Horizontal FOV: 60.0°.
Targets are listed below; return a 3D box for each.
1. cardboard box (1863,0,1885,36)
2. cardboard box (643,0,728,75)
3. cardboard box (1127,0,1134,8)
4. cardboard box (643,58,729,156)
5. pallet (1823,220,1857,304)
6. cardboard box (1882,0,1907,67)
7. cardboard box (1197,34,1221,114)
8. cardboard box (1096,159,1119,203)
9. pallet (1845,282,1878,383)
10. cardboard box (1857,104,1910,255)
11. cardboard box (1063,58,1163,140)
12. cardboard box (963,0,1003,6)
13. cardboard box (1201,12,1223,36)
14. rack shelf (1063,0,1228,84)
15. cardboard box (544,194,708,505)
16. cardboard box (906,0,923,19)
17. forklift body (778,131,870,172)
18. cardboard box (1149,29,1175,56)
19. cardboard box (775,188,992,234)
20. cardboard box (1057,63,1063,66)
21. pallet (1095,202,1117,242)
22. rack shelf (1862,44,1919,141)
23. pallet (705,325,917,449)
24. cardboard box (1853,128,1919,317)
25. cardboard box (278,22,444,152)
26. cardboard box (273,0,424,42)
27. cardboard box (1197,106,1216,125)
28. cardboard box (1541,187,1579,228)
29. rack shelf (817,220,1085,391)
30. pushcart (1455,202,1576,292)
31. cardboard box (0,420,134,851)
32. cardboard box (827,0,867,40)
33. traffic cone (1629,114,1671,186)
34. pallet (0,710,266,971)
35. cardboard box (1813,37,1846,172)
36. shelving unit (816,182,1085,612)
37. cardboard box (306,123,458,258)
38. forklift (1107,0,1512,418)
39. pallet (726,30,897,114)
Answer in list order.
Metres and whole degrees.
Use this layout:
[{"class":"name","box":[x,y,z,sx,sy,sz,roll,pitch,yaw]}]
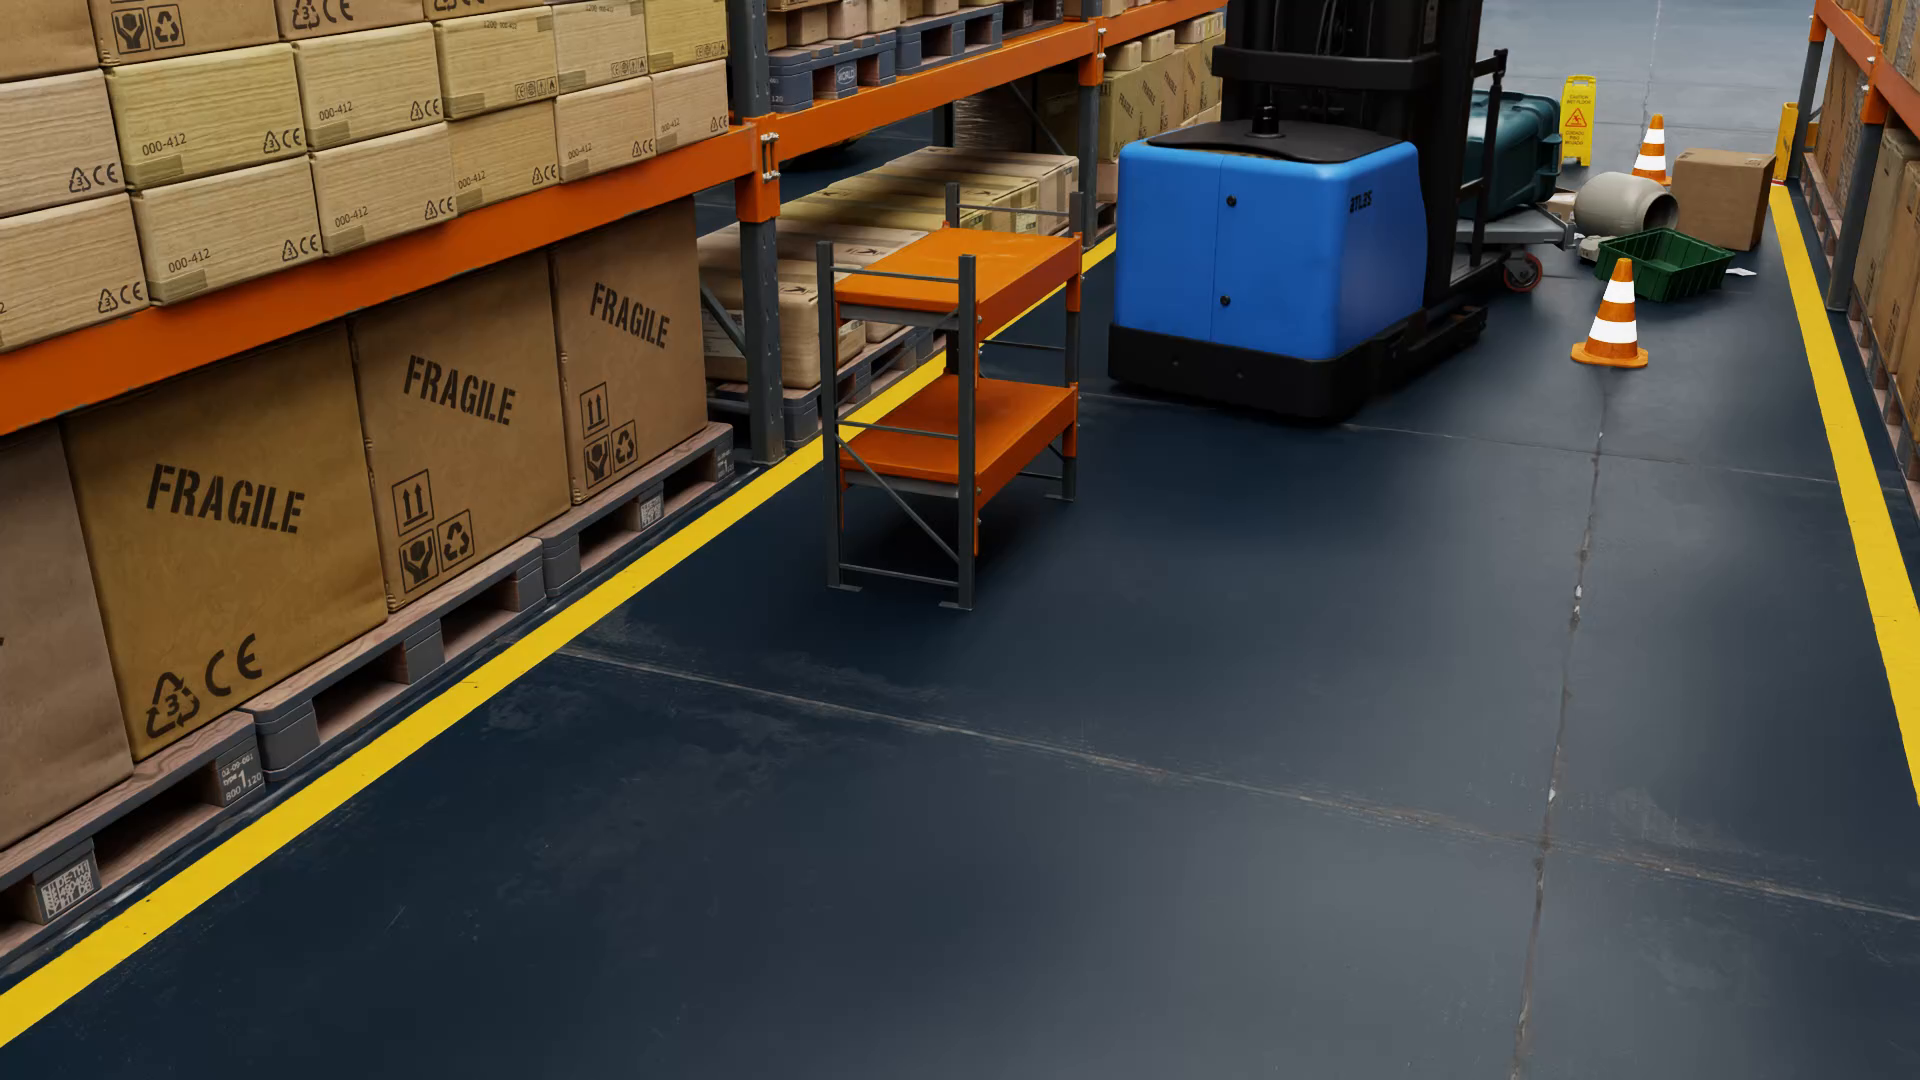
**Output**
[{"class":"cardboard box","box":[5.261,-2.914,8.640,0.875,0.550,0.550,9,24,20]},{"class":"cardboard box","box":[-1.111,-1.704,5.484,0.500,0.250,0.500,9,24,20]},{"class":"cardboard box","box":[0.849,-3.332,10.161,0.380,0.149,0.250,9,24,20]},{"class":"cardboard box","box":[-1.114,-1.465,5.560,0.500,0.250,0.500,8,24,18]},{"class":"pallet","box":[5.307,-1.485,9.032,1.003,0.211,1.213,9,24,20]},{"class":"cardboard box","box":[4.507,-2.408,7.492,0.500,0.500,0.500,9,24,21]},{"class":"cardboard box","box":[1.558,-3.375,11.987,0.500,0.500,0.500,10,25,22]},{"class":"cardboard box","box":[0.788,-2.281,10.342,0.500,0.250,0.500,8,24,18]},{"class":"pallet","box":[4.735,-0.937,7.720,1.003,0.211,1.213,9,24,20]},{"class":"cardboard box","box":[5.251,-1.939,8.713,0.875,0.875,0.875,9,24,21]},{"class":"cardboard box","box":[0.976,-2.820,10.660,0.500,0.500,0.500,10,25,22]},{"class":"cardboard box","box":[-0.009,-2.675,8.043,0.380,0.149,0.250,9,24,20]},{"class":"cardboard box","box":[1.675,-3.720,11.973,0.380,0.149,0.250,10,24,22]},{"class":"rack shelf","box":[1.061,-3.567,11.332,1.077,0.370,4.000,9,24,20]},{"class":"cardboard box","box":[-1.501,-0.730,5.818,0.875,0.875,0.875,9,24,20]},{"class":"cardboard box","box":[-0.386,-2.407,7.402,0.380,0.149,0.250,10,25,22]},{"class":"forklift body","box":[-1.816,-3.993,12.519,2.313,2.155,1.214,9,24,20]},{"class":"cardboard box","box":[1.177,-3.244,10.831,0.380,0.149,0.250,10,25,23]},{"class":"cardboard box","box":[-0.395,-1.470,8.242,0.950,0.372,0.625,10,25,22]},{"class":"cardboard box","box":[0.476,-2.887,10.820,0.500,0.500,0.500,9,24,21]},{"class":"pallet","box":[0.535,-2.142,10.605,1.003,0.211,1.213,9,24,20]},{"class":"rack shelf","box":[4.209,-1.463,6.295,1.077,0.370,4.000,9,24,20]},{"class":"pallet","box":[-0.876,-0.745,7.259,1.003,0.211,1.213,9,24,20]},{"class":"cardboard box","box":[4.805,-1.432,7.660,1.050,0.750,0.750,9,24,20]},{"class":"cardboard box","box":[-1.662,-1.148,4.153,0.500,0.250,0.500,8,24,18]},{"class":"cardboard box","box":[-1.685,-1.496,4.012,0.500,0.500,0.500,8,24,19]},{"class":"cardboard box","box":[1.554,-3.028,12.130,0.500,0.250,0.500,9,24,20]},{"class":"cardboard box","box":[3.880,-2.128,10.501,0.396,0.266,0.258,13,26,29]},{"class":"rack shelf","box":[-0.003,-0.787,5.415,0.538,0.278,1.000,9,24,20]},{"class":"pushcart","box":[2.454,-1.665,9.247,1.648,0.377,0.936,1,23,2]},{"class":"cardboard box","box":[-2.497,0.233,3.513,0.875,0.875,0.875,10,25,22]},{"class":"cardboard box","box":[-0.593,-2.107,6.685,0.380,0.149,0.250,7,24,17]},{"class":"traffic cone","box":[4.922,-2.785,11.817,0.336,0.463,0.334,9,24,20]},{"class":"pallet","box":[-2.436,0.679,3.851,1.003,0.211,1.213,9,24,20]},{"class":"cardboard box","box":[6.247,-2.904,11.022,0.875,0.875,0.875,9,24,20]},{"class":"shelving unit","box":[-0.002,-0.517,5.527,0.538,1.125,1.048,9,24,20]},{"class":"cardboard box","box":[-1.654,-0.915,4.244,0.500,0.250,0.500,8,24,19]},{"class":"forklift","box":[1.908,-2.358,7.593,1.130,2.935,3.031,15,27,32]},{"class":"pallet","box":[-1.001,-1.934,6.737,1.213,0.211,1.003,9,24,20]}]
